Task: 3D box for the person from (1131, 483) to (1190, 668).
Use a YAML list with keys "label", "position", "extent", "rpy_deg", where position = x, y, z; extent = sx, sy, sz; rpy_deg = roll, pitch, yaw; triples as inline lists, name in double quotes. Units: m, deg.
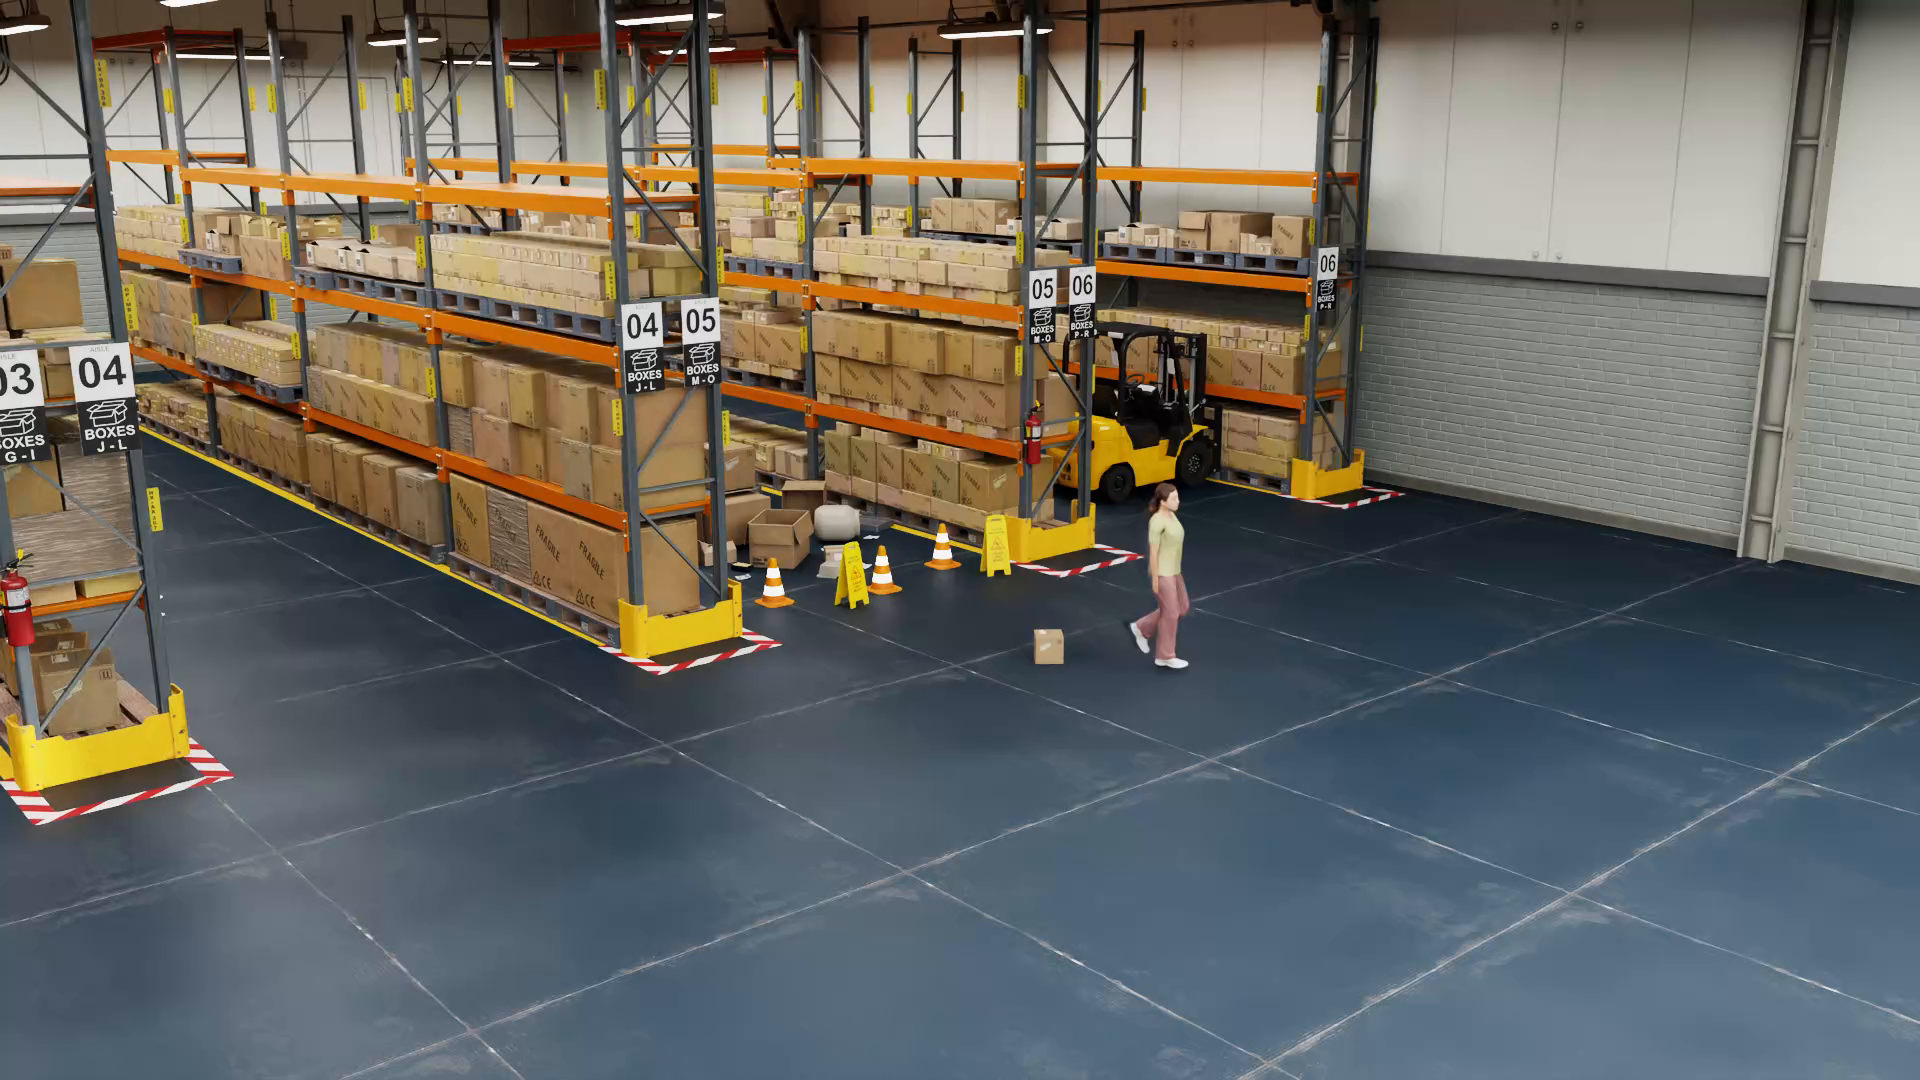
- label: "person"
  position: [1.774, 0.299, 14.733]
  extent: [0.583, 1.657, 0.446]
  rpy_deg: [7, 16, 24]
